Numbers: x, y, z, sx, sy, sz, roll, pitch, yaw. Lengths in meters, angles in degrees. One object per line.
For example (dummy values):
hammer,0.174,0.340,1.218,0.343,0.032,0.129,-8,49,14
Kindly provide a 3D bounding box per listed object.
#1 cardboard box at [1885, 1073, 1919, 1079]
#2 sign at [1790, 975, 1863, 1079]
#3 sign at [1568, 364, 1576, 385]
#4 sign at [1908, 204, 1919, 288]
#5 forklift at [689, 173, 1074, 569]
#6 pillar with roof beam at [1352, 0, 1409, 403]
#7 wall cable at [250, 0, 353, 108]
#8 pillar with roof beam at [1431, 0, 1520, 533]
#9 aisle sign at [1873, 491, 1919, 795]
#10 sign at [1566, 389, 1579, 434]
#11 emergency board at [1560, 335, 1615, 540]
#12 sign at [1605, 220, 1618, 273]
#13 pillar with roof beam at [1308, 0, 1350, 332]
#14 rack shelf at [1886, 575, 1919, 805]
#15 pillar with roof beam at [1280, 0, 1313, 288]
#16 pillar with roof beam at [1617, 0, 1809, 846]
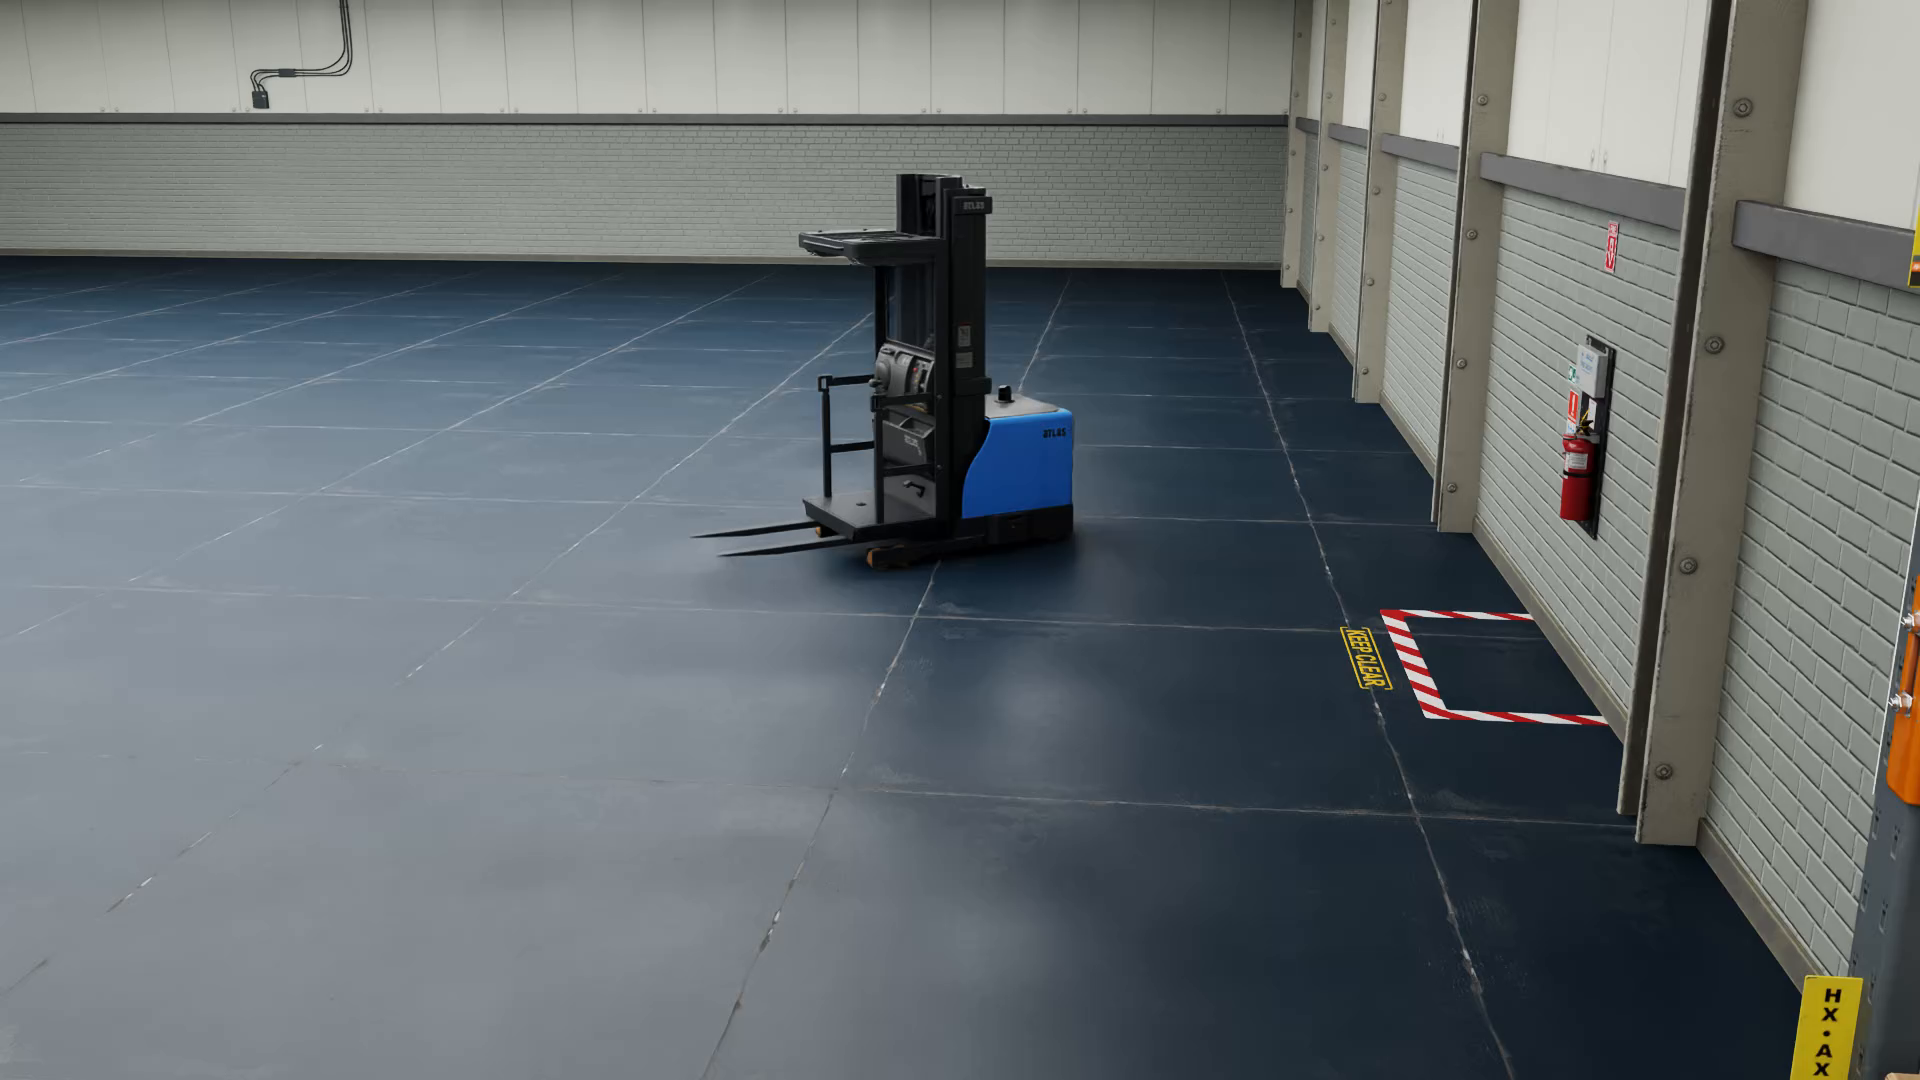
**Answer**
cardboard box,1.692,1.158,2.446,0.500,0.500,0.500,2,15,6
sign,1.505,0.908,2.898,0.100,0.325,0.005,2,15,6
sign,3.974,-1.059,10.750,0.001,0.109,0.331,2,15,6
sign,1.505,-0.544,2.506,0.100,0.325,0.005,2,15,6
forklift,-0.616,-1.345,13.021,3.031,2.935,1.130,-8,17,-27
pillar with roof beam,0.579,-6.142,19.137,9.100,9.000,0.400,2,15,6
wall cable,-14.011,-12.139,34.798,2.305,6.003,0.169,2,15,6
pillar with roof beam,-0.098,-4.586,13.382,9.100,9.000,0.400,2,15,6
aisle sign,1.755,0.060,2.715,0.394,0.787,0.004,2,15,6
sign,3.984,-0.804,10.822,0.001,0.329,0.234,2,15,6
emergency board,3.819,-0.647,10.308,0.194,1.169,0.643,2,15,6
sign,3.919,-1.765,10.002,0.001,0.298,0.199,2,15,6
pillar with roof beam,1.256,-7.698,24.892,9.100,9.000,0.400,2,15,6
rack shelf,1.819,0.760,0.736,1.077,0.370,4.000,2,15,6
pillar with roof beam,1.933,-9.254,30.647,9.100,9.000,0.400,2,15,6
pillar with roof beam,-0.775,-3.030,7.627,9.100,9.000,0.400,2,15,6
